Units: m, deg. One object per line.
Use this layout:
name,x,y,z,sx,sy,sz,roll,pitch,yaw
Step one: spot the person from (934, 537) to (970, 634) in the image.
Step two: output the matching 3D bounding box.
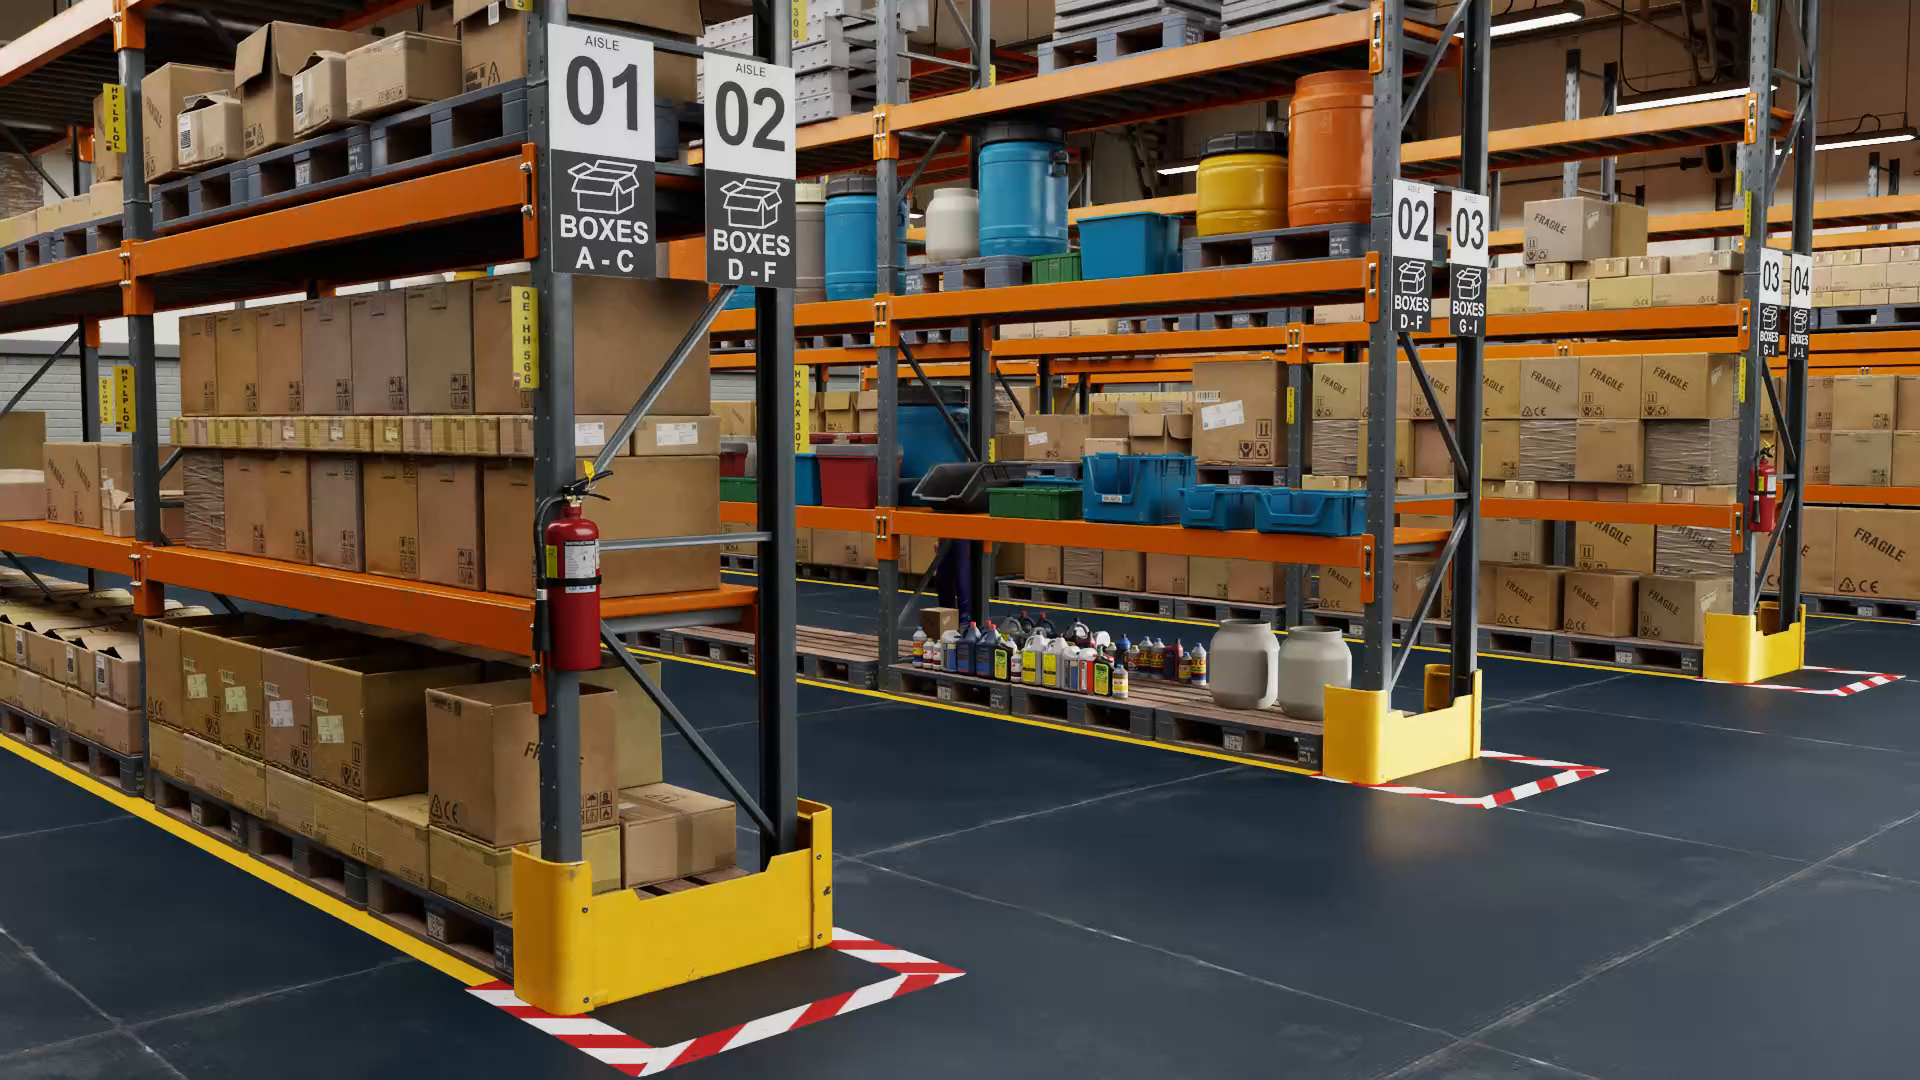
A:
person,-0.036,0.039,15.046,0.415,1.651,0.546,-4,6,-44
